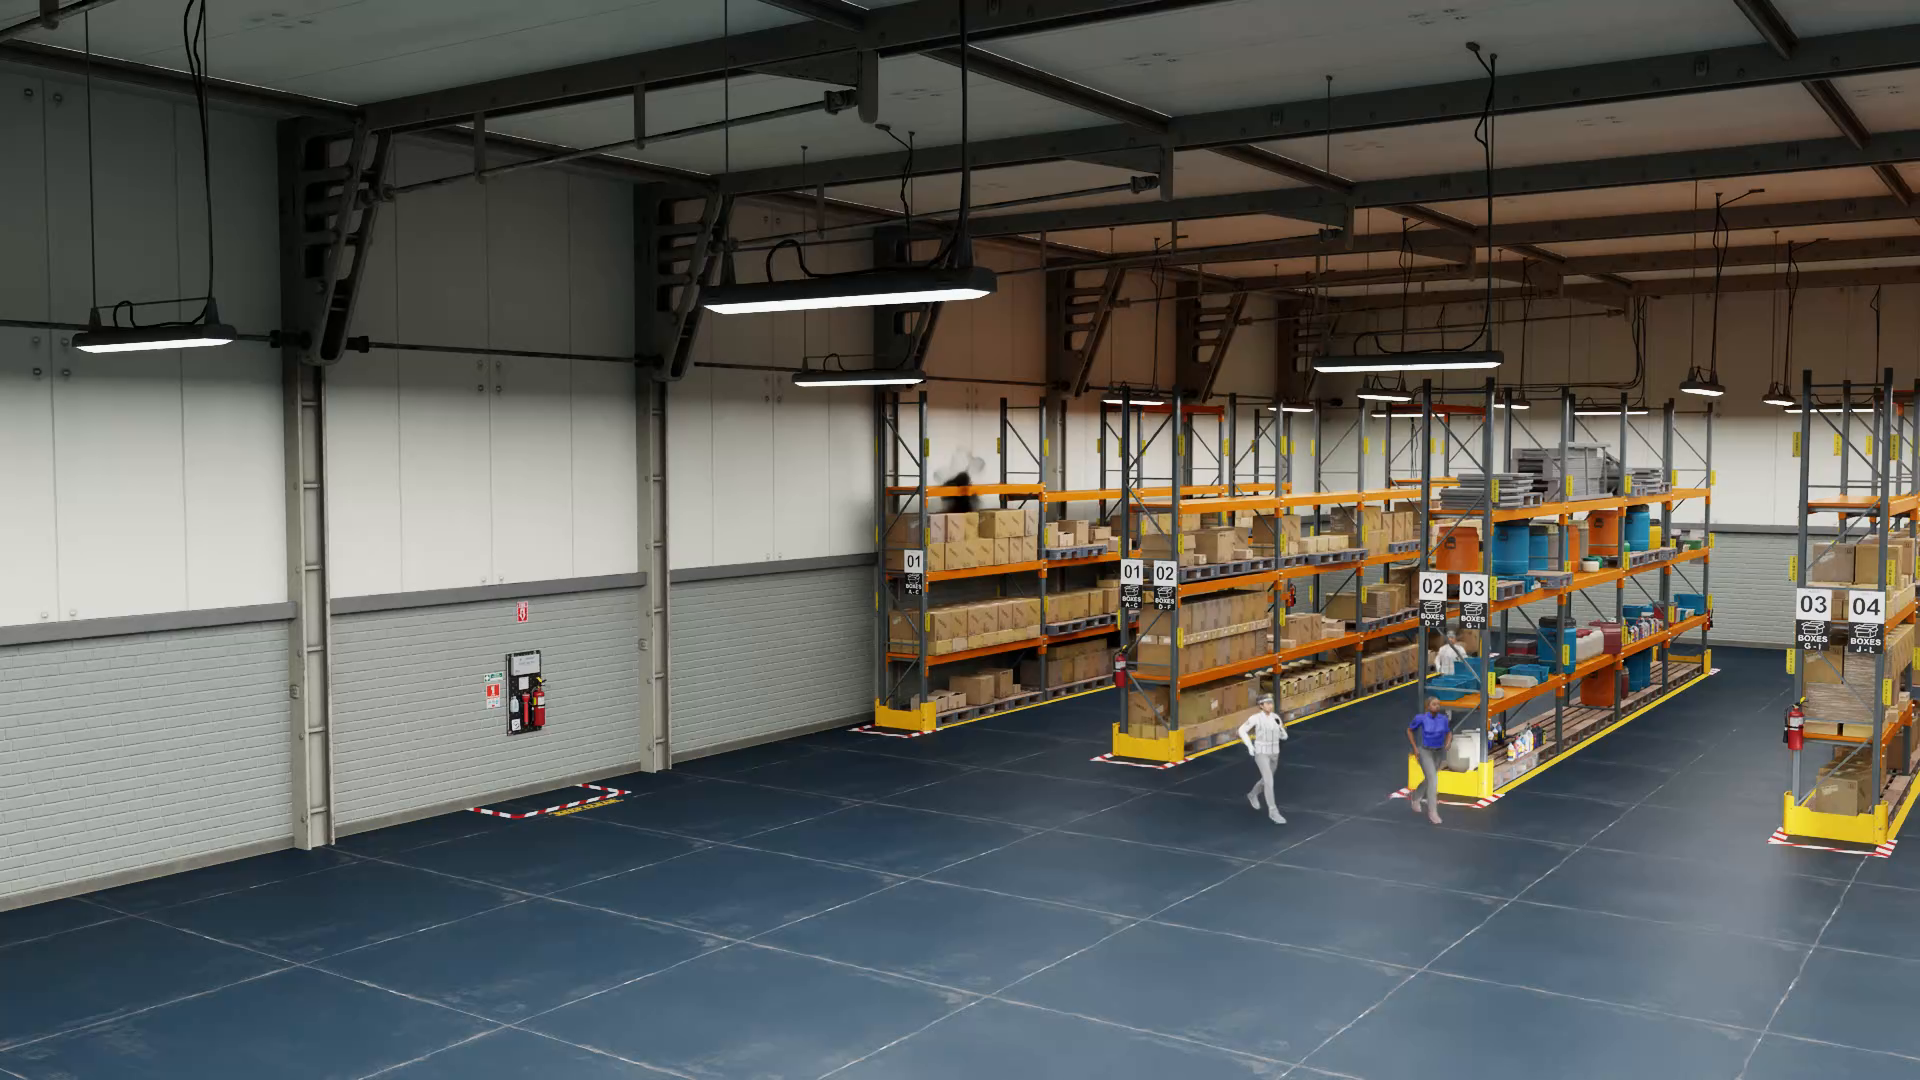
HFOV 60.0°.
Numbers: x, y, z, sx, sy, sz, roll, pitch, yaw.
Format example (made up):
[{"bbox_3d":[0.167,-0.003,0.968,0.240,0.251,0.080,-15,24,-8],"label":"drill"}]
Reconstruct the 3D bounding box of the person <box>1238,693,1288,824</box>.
[{"bbox_3d":[4.122,2.890,22.386,0.610,1.686,0.936,-2,4,-28],"label":"person"}]

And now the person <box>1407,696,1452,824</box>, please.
[{"bbox_3d":[6.357,2.920,22.443,0.575,1.661,0.827,-1,3,-16],"label":"person"}]

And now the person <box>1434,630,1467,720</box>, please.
[{"bbox_3d":[9.030,2.478,30.601,0.614,1.647,0.567,2,4,26],"label":"person"}]
